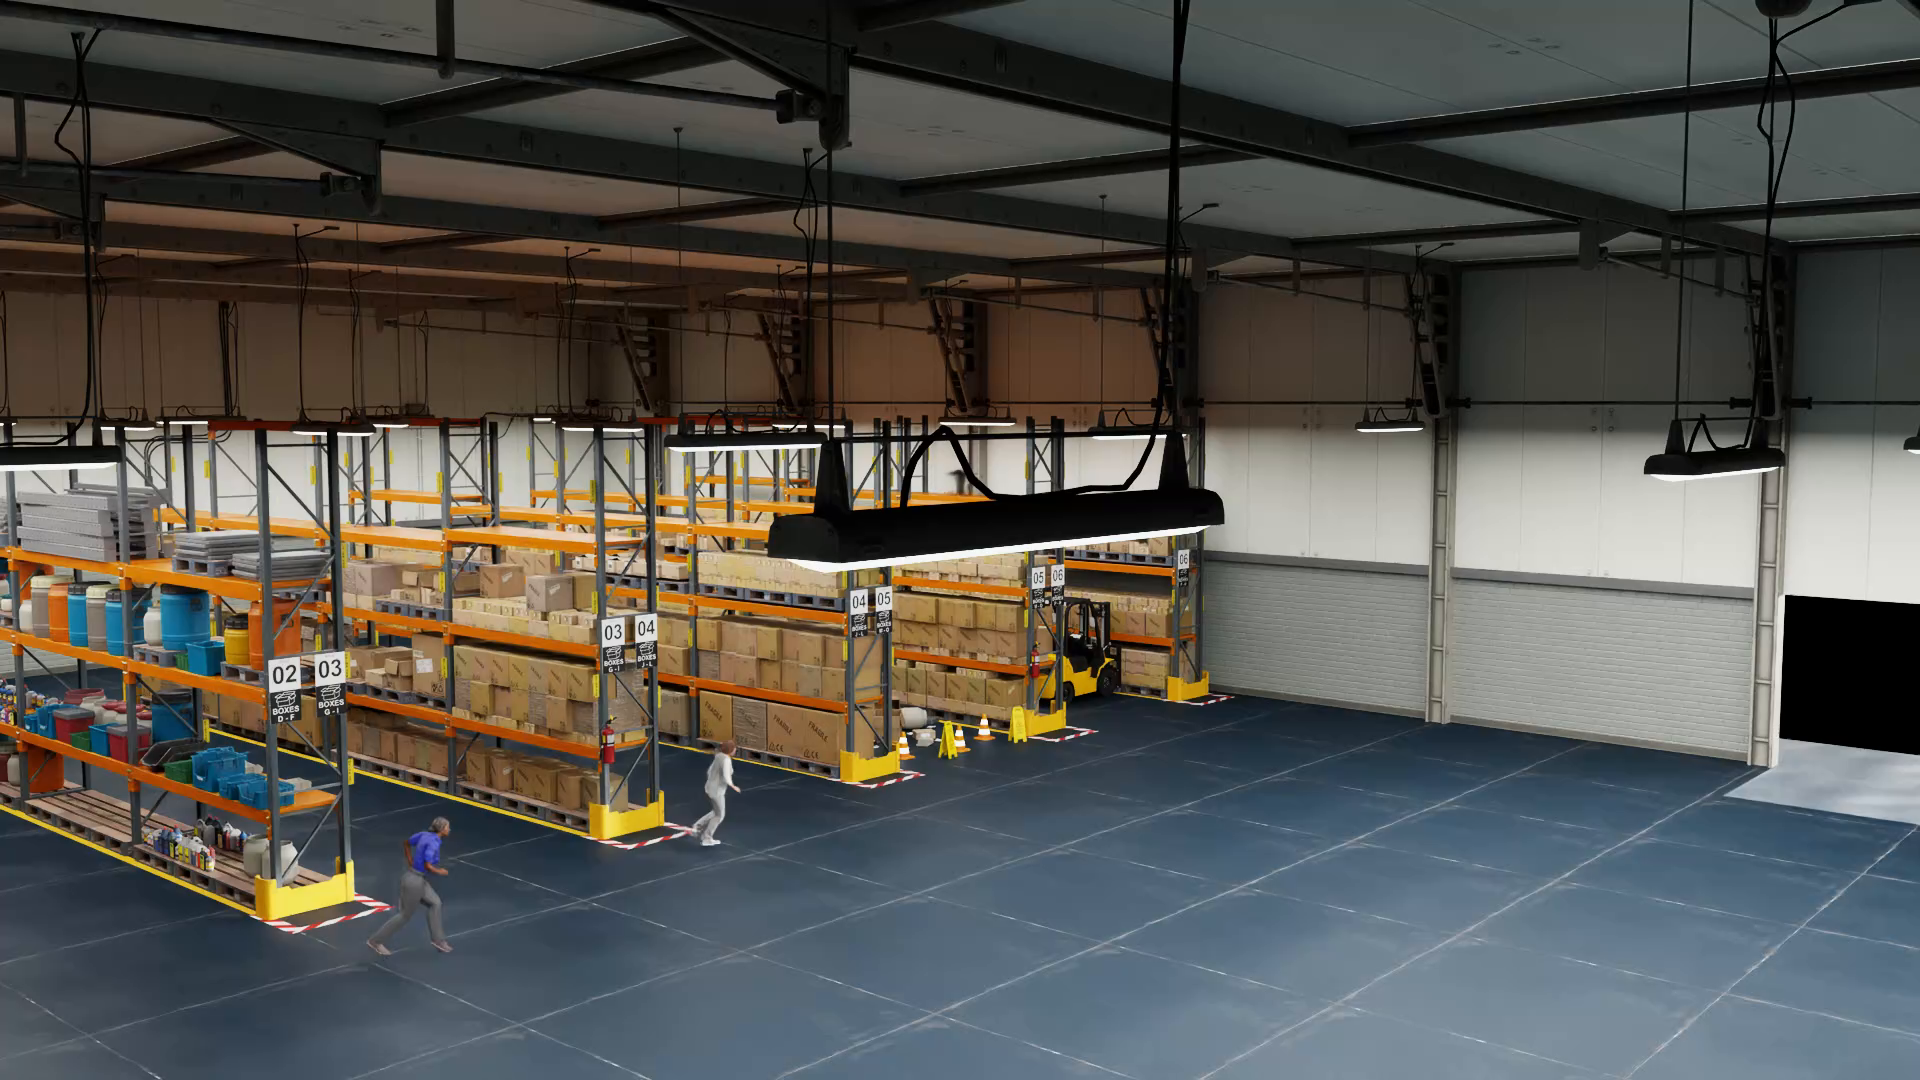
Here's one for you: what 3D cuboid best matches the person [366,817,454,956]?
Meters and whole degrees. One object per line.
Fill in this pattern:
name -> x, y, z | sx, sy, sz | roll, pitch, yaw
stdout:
person -> -6.291, 3.994, 18.973 | 0.967, 1.616, 0.614 | -3, 6, -32

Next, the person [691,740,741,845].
person -> -3.484, 3.604, 23.721 | 0.698, 1.515, 0.526 | -2, 5, -27
